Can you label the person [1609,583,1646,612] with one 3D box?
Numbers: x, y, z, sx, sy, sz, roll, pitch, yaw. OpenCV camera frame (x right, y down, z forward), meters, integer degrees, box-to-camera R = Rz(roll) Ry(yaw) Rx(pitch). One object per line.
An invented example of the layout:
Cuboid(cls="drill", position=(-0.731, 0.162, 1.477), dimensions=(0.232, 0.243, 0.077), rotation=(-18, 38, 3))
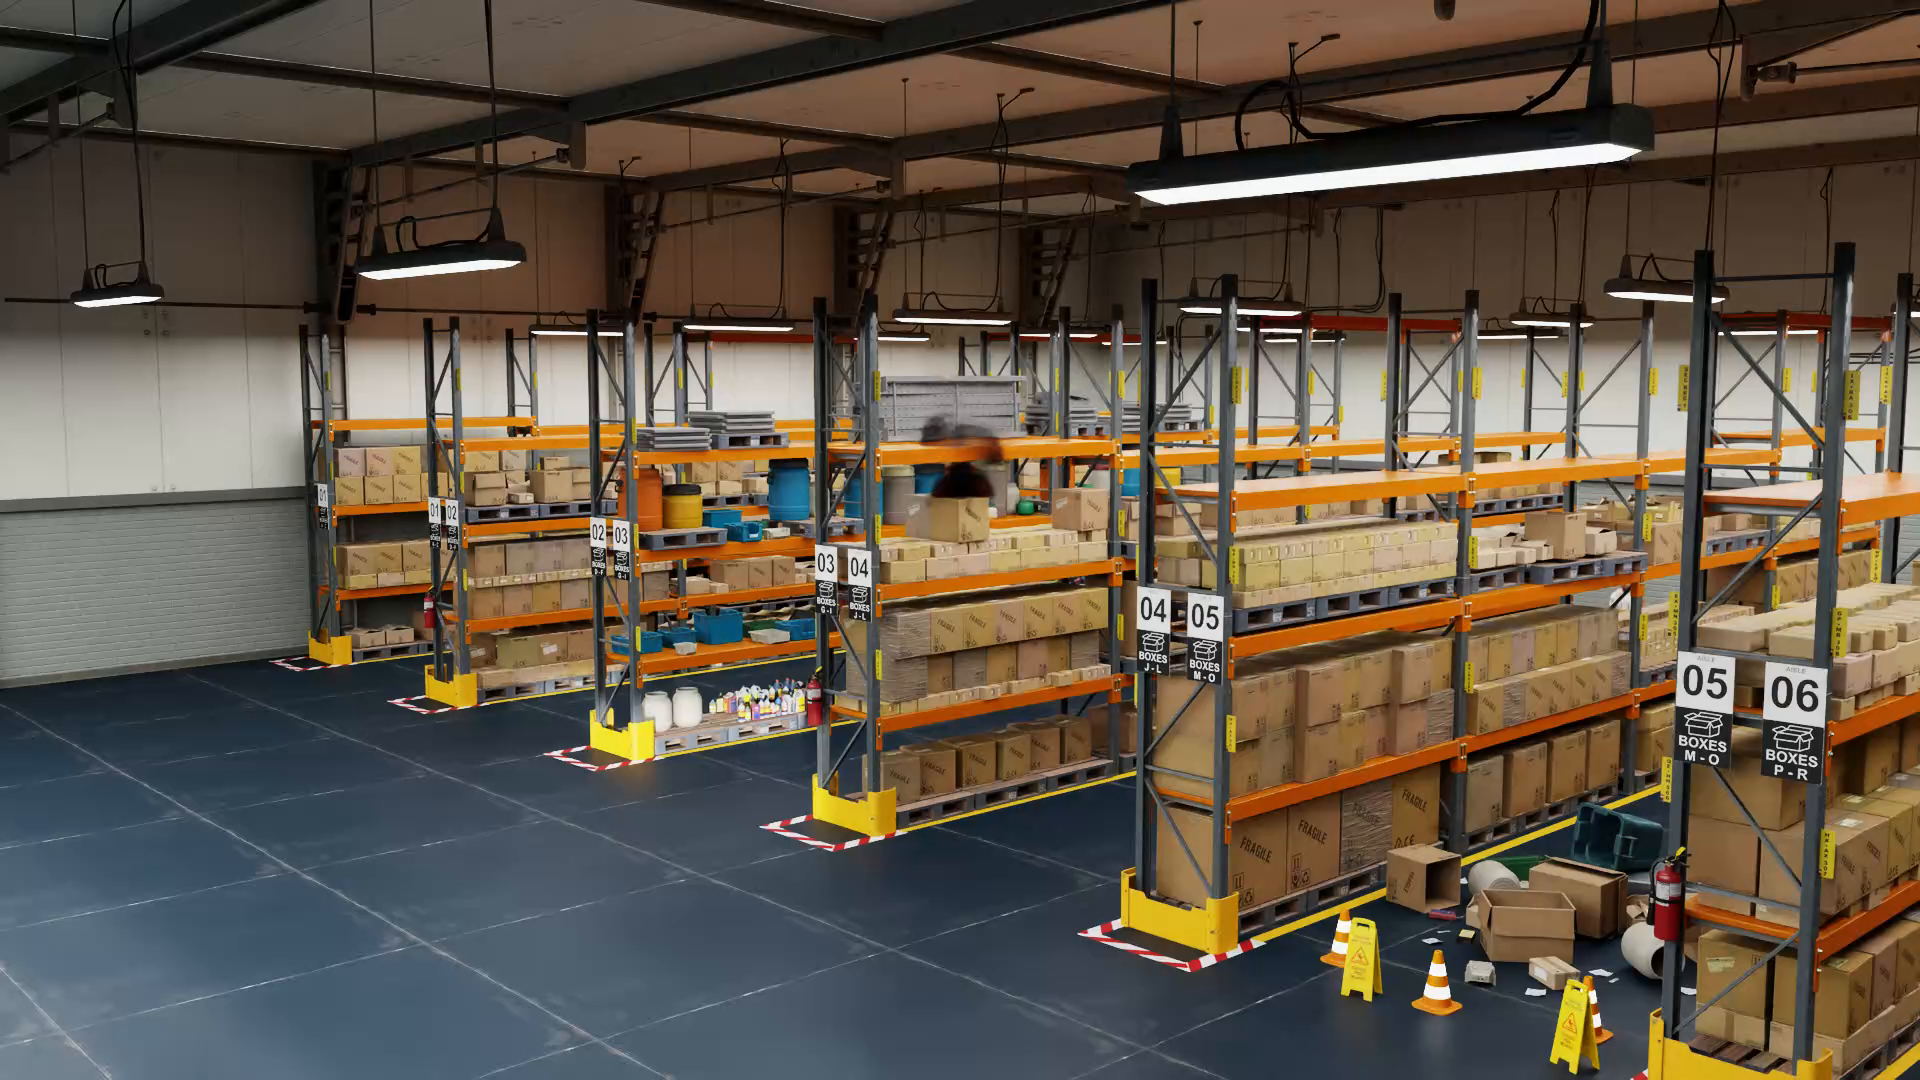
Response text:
Cuboid(cls="person", position=(11.543, 1.437, 28.768), dimensions=(0.611, 1.662, 0.832), rotation=(2, 6, 22))
